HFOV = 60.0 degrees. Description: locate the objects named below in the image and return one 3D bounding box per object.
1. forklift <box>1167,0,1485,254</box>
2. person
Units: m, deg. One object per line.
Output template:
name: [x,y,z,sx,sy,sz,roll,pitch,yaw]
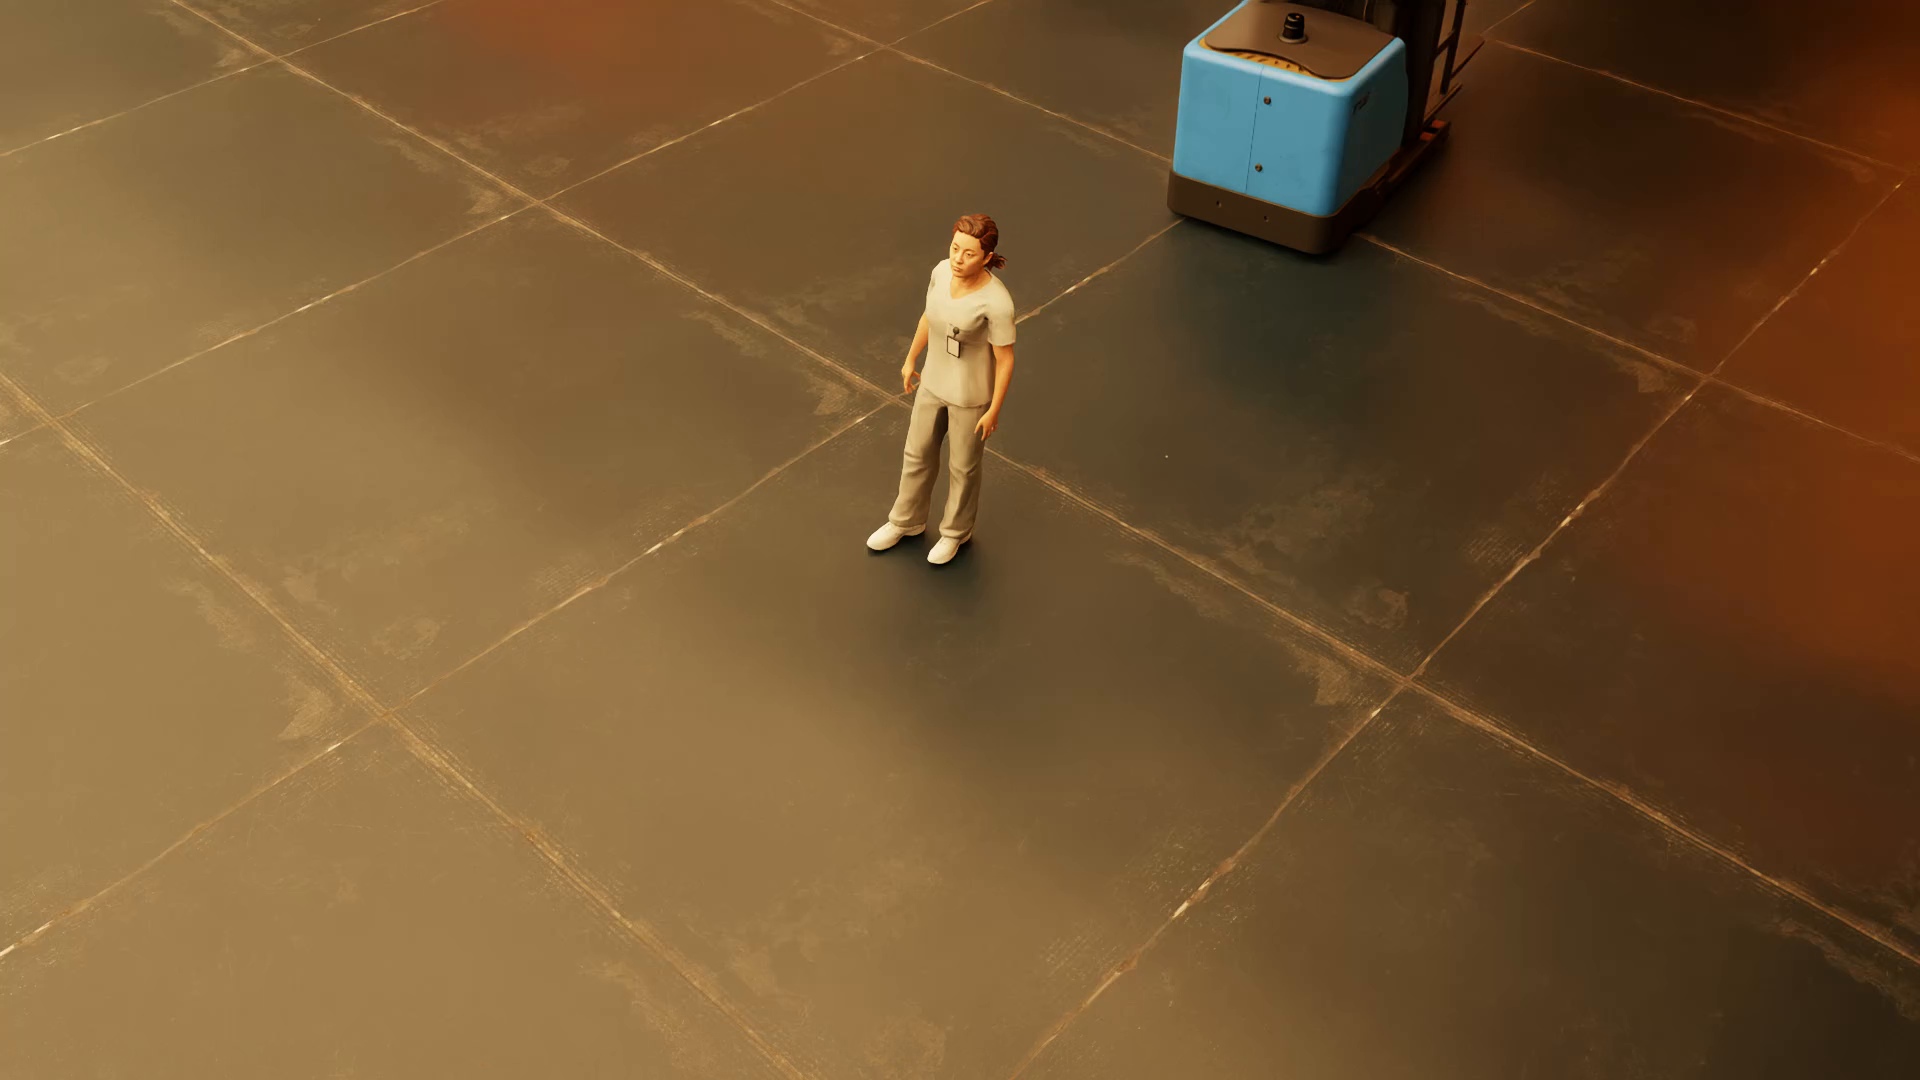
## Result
forklift: [2.462,-3.667,9.703,1.130,2.935,3.031,23,46,25]
person: [-0.060,-0.612,7.094,0.549,1.673,0.548,31,49,31]
